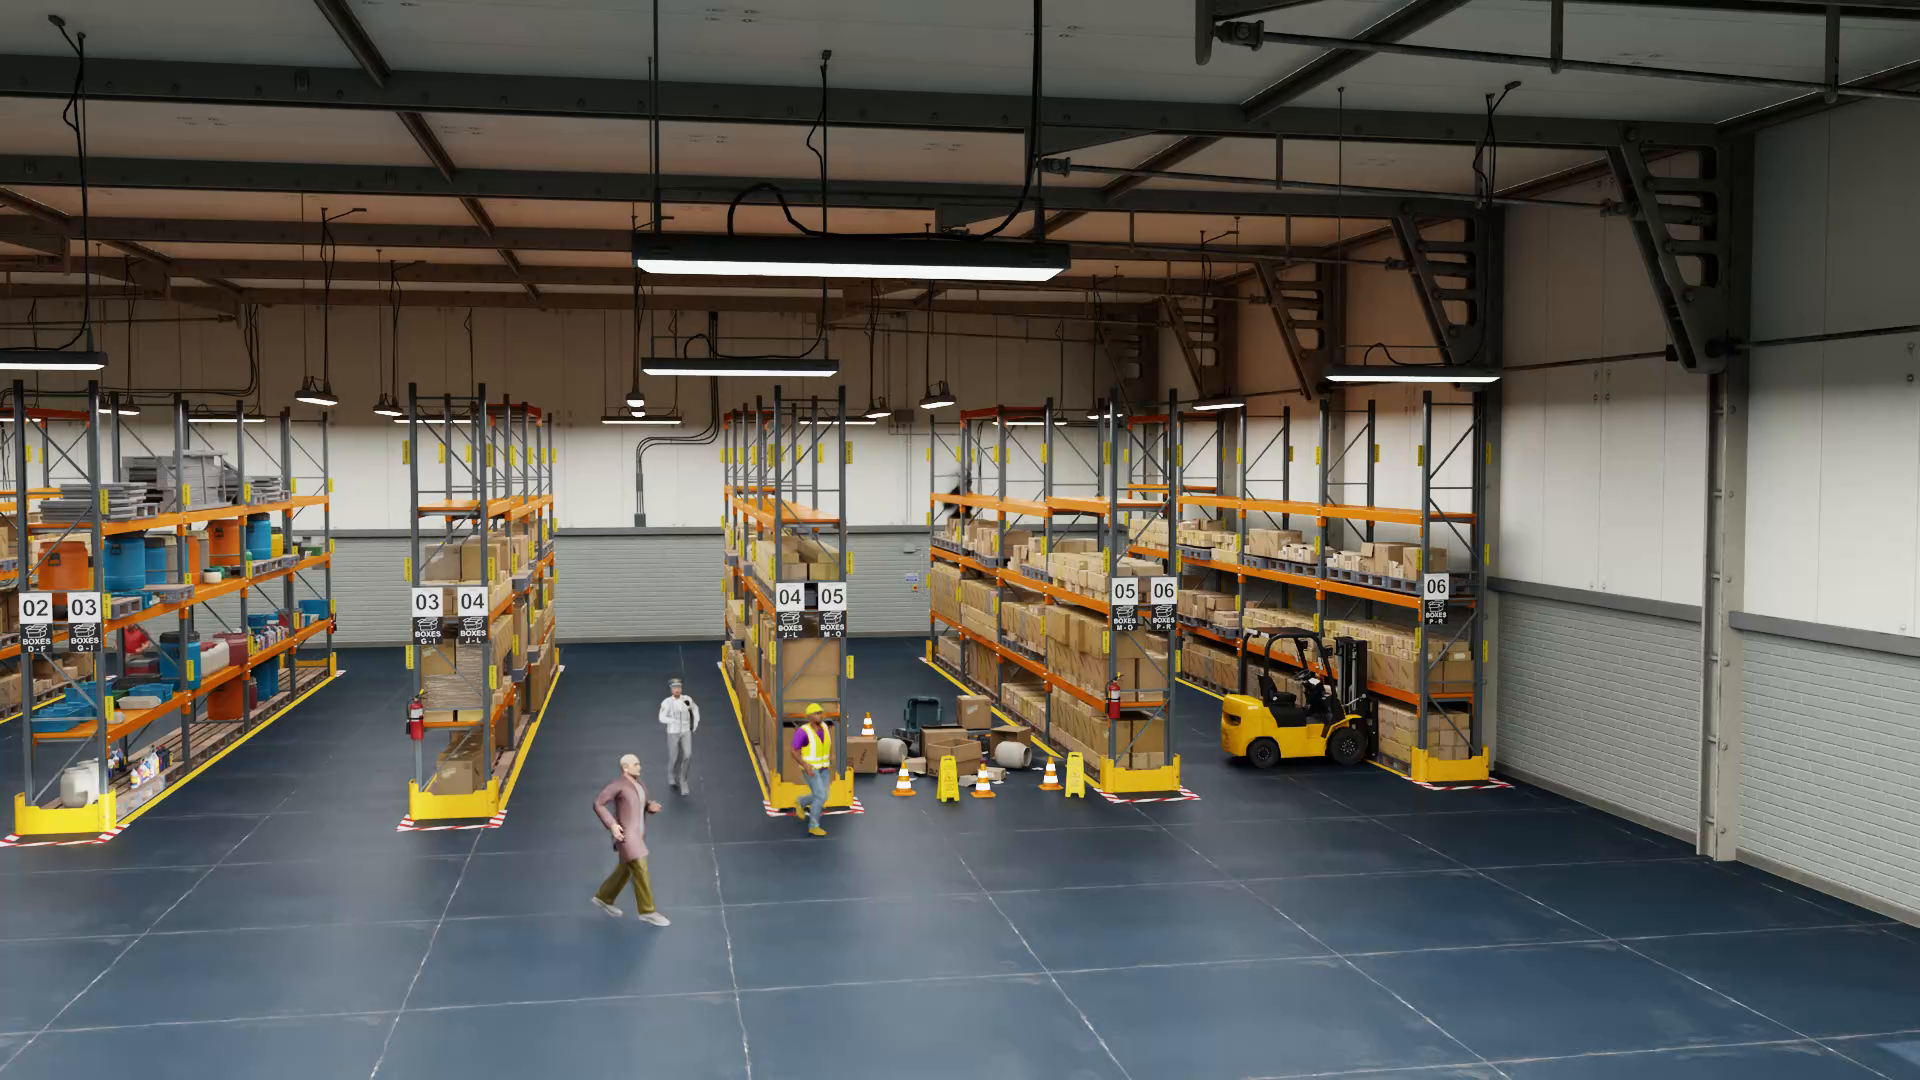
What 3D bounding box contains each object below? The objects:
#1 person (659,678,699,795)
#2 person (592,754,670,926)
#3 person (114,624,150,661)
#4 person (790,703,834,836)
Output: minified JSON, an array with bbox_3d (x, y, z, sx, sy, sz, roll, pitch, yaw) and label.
[{"bbox_3d":[-4.193,2.919,24.862,0.619,1.726,0.739,-1,3,-17],"label":"person"},{"bbox_3d":[-3.518,3.179,17.760,0.953,1.792,0.700,1,3,13],"label":"person"},{"bbox_3d":[-16.975,2.432,34.082,0.672,1.681,0.780,-1,3,-22],"label":"person"},{"bbox_3d":[-1.983,3.019,22.092,0.663,1.733,0.705,3,4,42],"label":"person"}]
